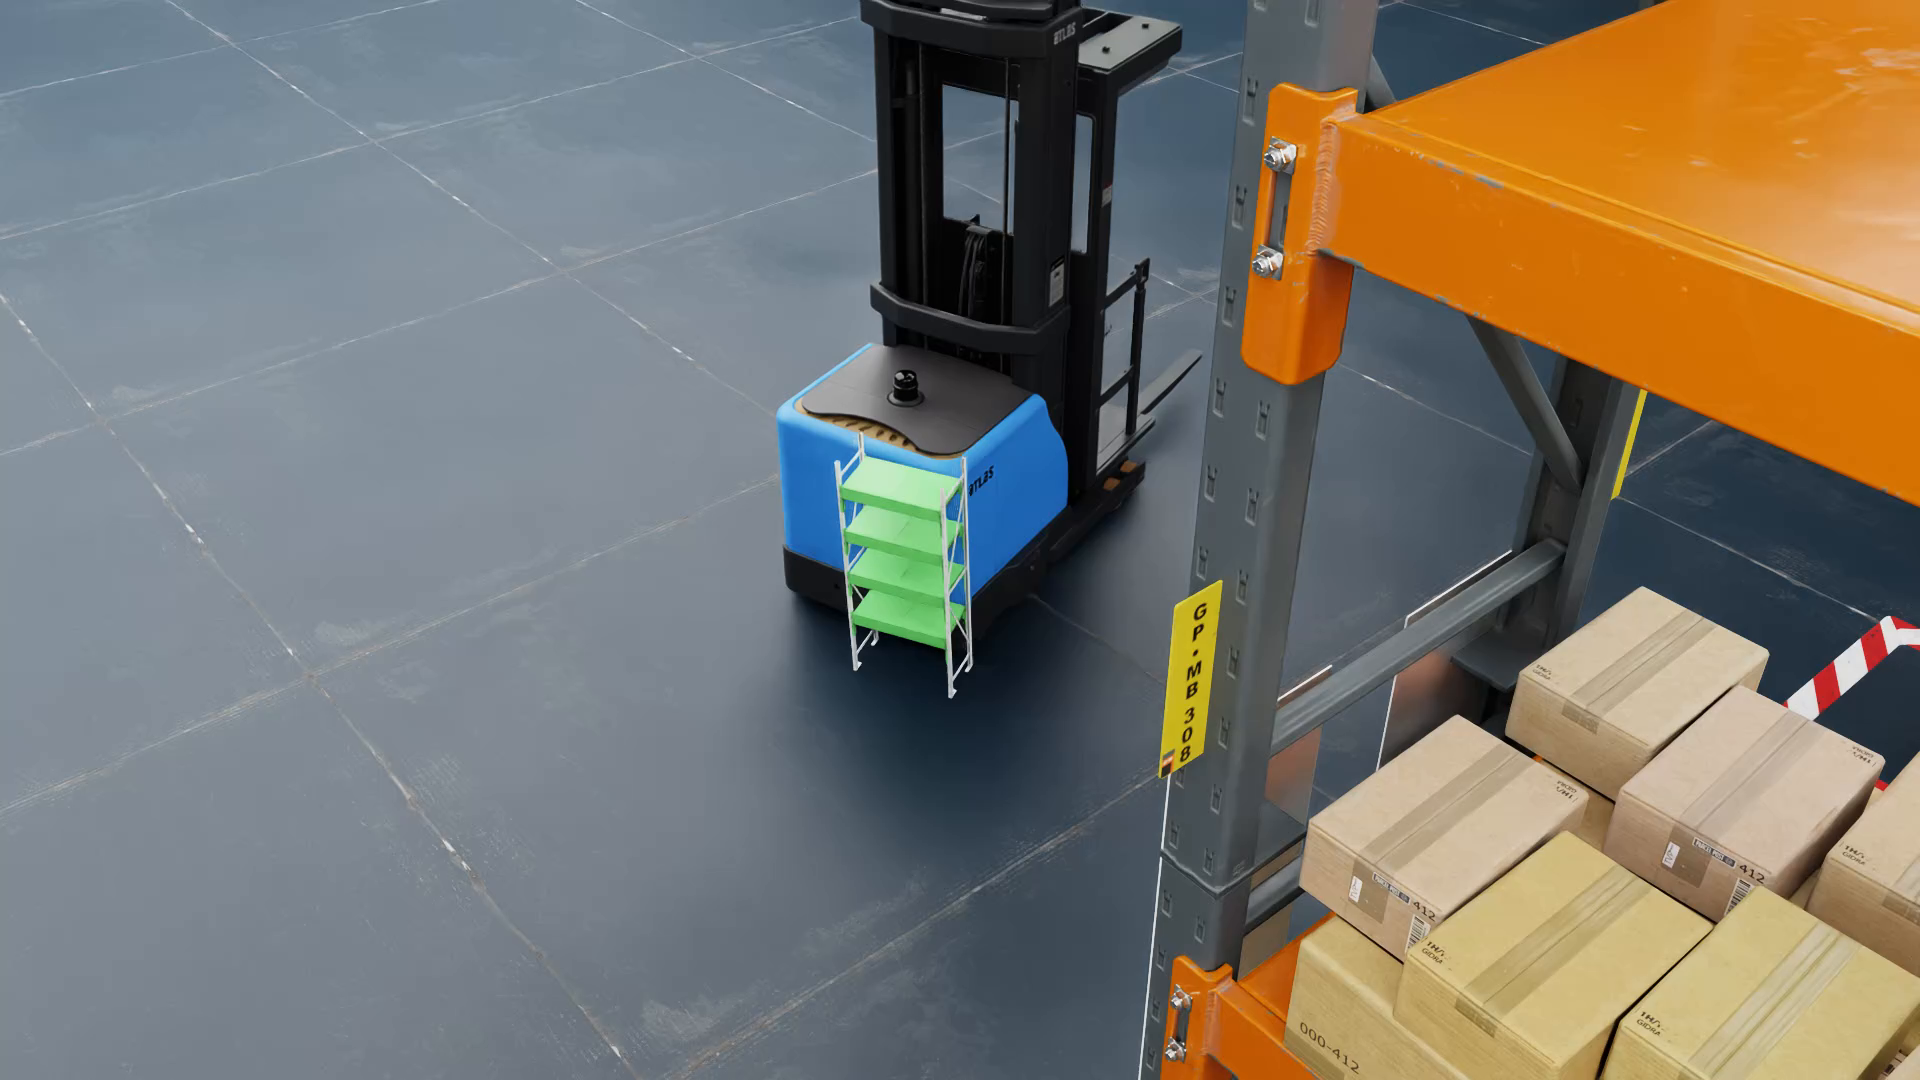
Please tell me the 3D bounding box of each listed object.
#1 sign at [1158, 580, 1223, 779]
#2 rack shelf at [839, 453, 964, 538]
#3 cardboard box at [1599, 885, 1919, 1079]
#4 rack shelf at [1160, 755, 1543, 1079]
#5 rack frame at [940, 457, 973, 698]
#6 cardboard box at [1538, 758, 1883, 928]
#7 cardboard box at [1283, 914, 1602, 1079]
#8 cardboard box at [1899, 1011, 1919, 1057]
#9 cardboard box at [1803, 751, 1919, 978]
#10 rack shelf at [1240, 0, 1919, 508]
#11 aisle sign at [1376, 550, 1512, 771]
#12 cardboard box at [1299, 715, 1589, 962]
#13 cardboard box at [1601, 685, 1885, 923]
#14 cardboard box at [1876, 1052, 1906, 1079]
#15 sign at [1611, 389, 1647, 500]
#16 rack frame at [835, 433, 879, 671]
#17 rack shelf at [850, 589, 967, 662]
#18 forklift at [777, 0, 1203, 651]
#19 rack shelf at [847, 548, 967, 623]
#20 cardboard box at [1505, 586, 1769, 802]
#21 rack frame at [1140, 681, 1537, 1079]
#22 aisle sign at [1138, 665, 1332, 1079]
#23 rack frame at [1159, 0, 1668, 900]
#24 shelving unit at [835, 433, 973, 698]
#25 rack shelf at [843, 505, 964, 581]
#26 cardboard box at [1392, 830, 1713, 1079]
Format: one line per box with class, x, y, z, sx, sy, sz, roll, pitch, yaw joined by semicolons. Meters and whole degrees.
sign;0.336;0.206;2.414;0.100;0.325;0.005;-26;43;-32
rack shelf;-0.247;-0.194;7.154;0.480;0.148;0.258;14;42;19
cardboard box;1.102;0.682;2.282;0.380;0.149;0.250;-27;43;-33
rack shelf;2.041;1.537;1.913;1.077;0.370;4.000;-26;43;-32
rack frame;-0.013;0.187;7.334;0.015;1.200;0.240;14;42;19
cardboard box;1.255;0.539;2.829;0.500;0.250;0.500;-25;42;-31
cardboard box;0.864;0.730;2.559;0.500;0.250;0.500;-25;42;-30
cardboard box;1.580;0.759;2.519;0.500;0.250;0.500;-26;43;-32
cardboard box;1.506;0.503;2.535;0.380;0.149;0.250;-28;44;-34
rack shelf;2.041;0.314;1.047;1.077;0.370;4.000;-26;43;-32
aisle sign;0.939;0.384;3.264;0.394;0.787;0.004;-26;43;-32
cardboard box;0.751;0.466;2.587;0.380;0.149;0.250;-26;43;-32
cardboard box;1.246;0.423;2.648;0.380;0.149;0.250;-28;44;-33
cardboard box;1.201;0.956;2.241;0.500;0.250;0.500;-27;43;-33
sign;1.187;-0.200;2.976;0.100;0.325;0.005;-26;43;-32
rack frame;-0.459;0.073;7.496;0.015;1.200;0.240;14;42;19
rack shelf;-0.228;0.367;7.605;0.480;0.148;0.258;14;42;19
forklift;0.347;-1.495;8.226;1.130;2.935;3.031;20;40;26
rack shelf;-0.234;0.180;7.455;0.480;0.148;0.258;14;42;19
cardboard box;1.168;0.265;2.872;0.380;0.149;0.250;-26;43;-32
rack frame;0.750;1.584;3.819;1.000;3.000;0.127;-26;43;-32
aisle sign;0.481;0.608;2.948;0.394;0.787;0.004;-26;43;-32
rack frame;0.750;-0.864;2.085;1.000;3.000;0.127;-26;43;-32
shelving unit;-0.236;0.130;7.415;0.503;1.200;0.258;14;42;19
rack shelf;-0.241;-0.007;7.305;0.480;0.148;0.258;14;42;19
cardboard box;0.845;0.617;2.374;0.380;0.149;0.250;-25;42;-31
